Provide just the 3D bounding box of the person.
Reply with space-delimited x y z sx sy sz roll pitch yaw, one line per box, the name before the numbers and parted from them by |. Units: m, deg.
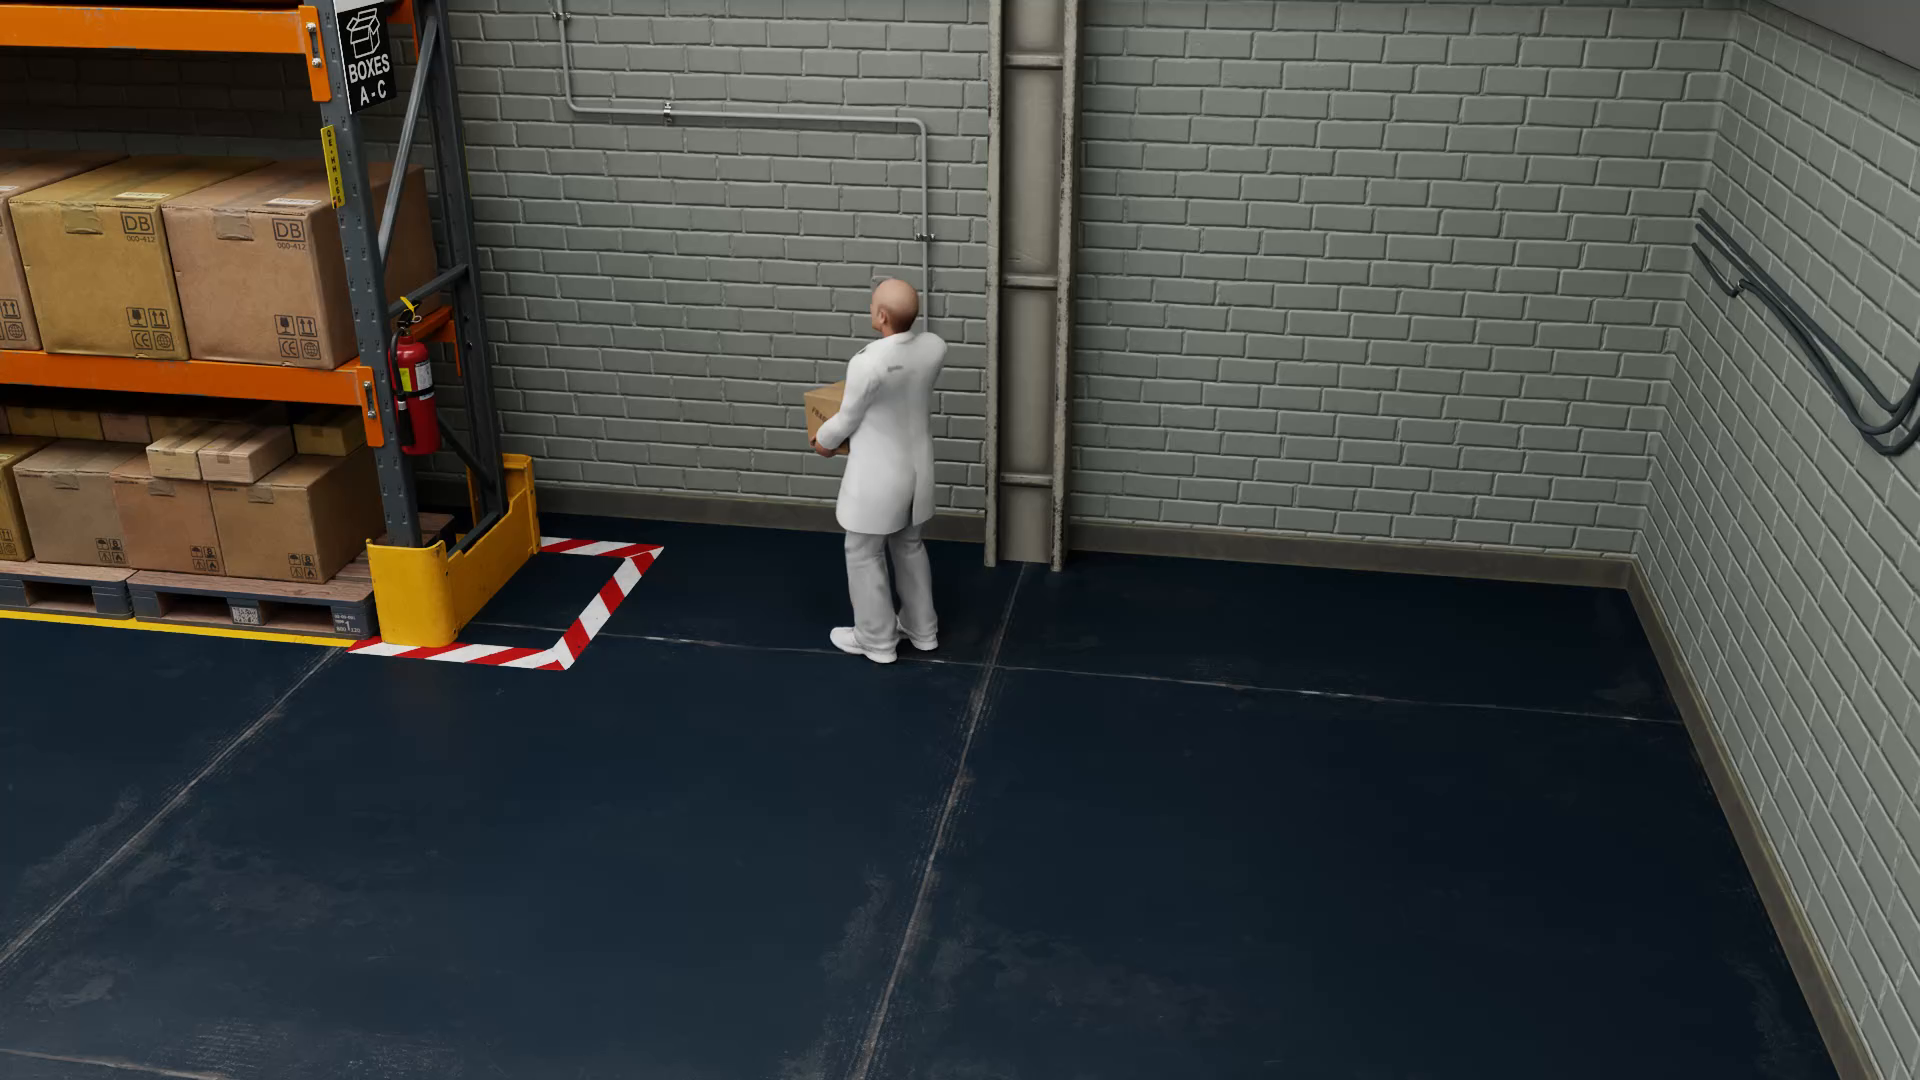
person | -0.374 -0.324 7.338 0.555 1.769 0.517 21 32 38
